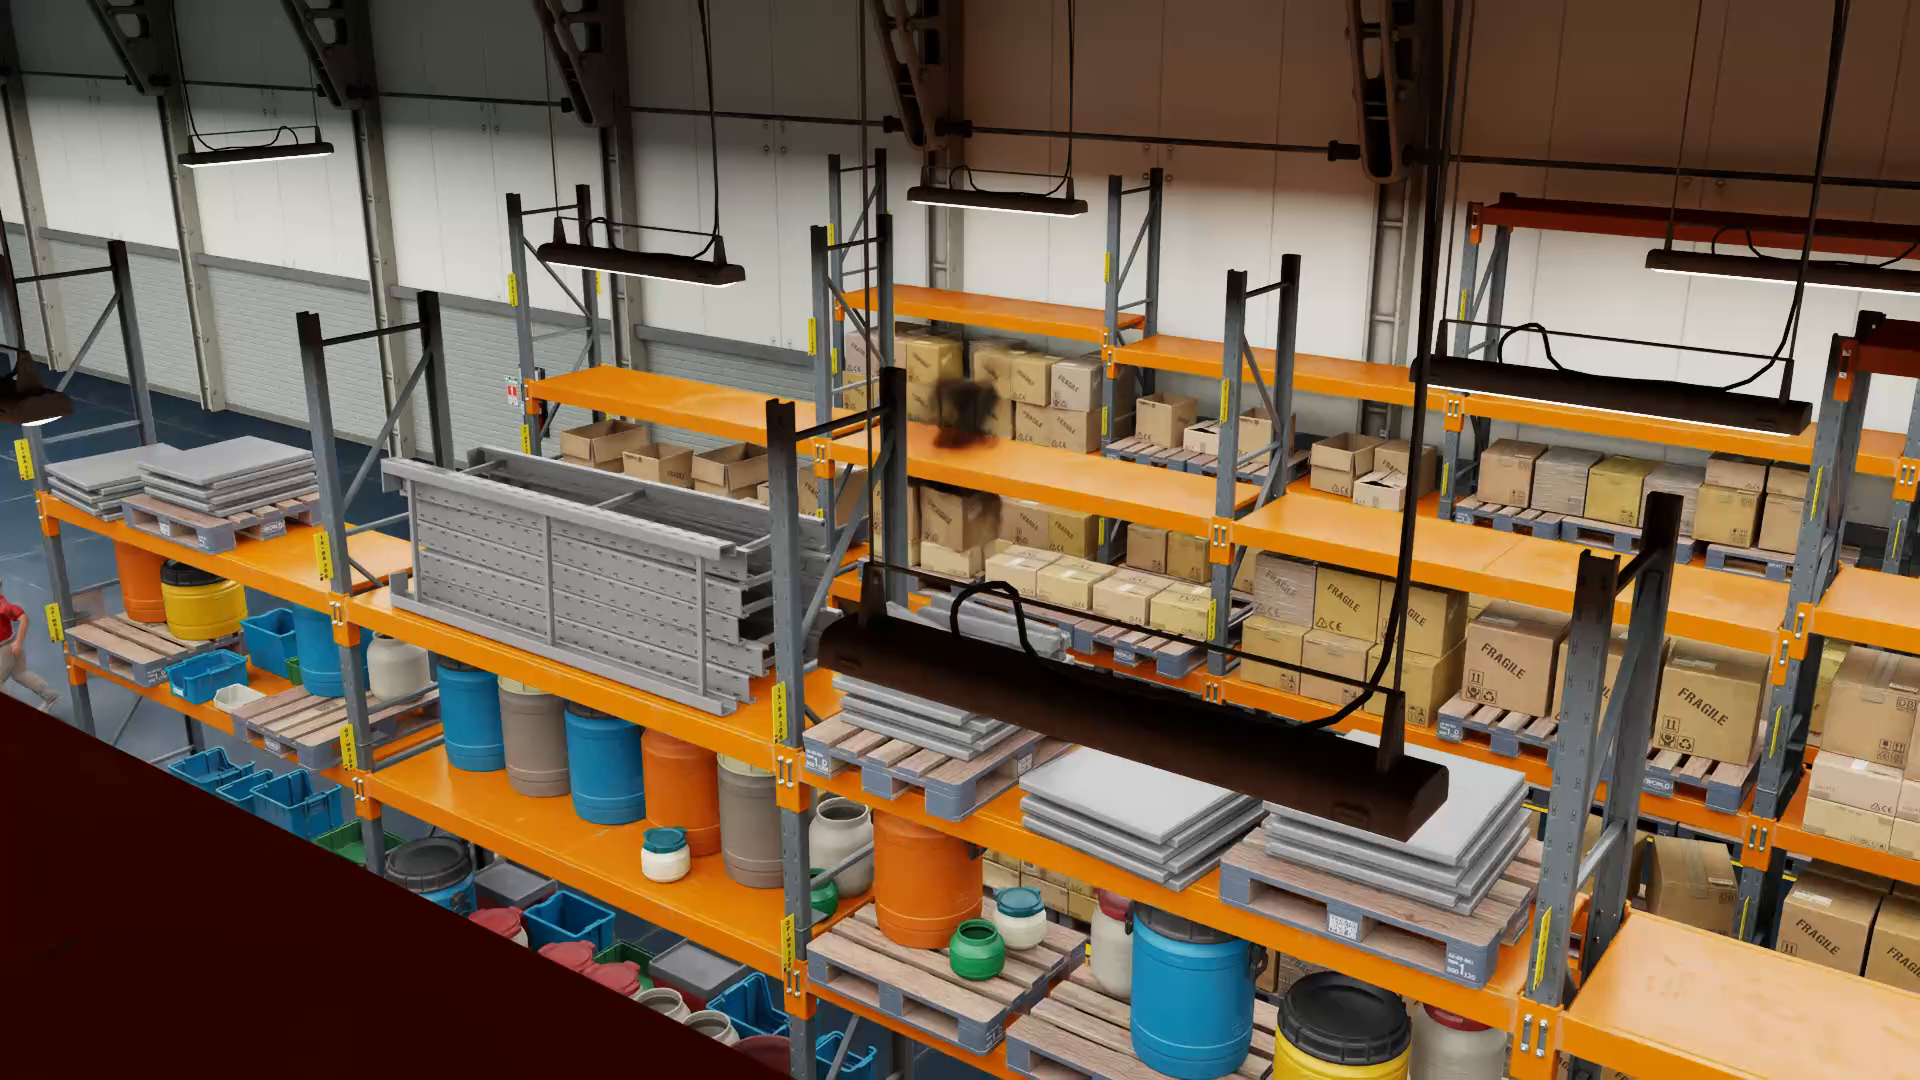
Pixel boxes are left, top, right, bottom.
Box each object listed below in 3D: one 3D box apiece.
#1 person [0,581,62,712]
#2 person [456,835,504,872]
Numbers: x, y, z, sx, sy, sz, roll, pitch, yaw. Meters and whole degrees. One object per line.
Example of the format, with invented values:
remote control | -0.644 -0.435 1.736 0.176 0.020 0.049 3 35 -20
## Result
person | -10.650 1.257 18.636 0.848 1.792 0.664 -11 21 -29
person | -4.021 2.660 14.266 0.835 1.754 0.722 10 21 27
